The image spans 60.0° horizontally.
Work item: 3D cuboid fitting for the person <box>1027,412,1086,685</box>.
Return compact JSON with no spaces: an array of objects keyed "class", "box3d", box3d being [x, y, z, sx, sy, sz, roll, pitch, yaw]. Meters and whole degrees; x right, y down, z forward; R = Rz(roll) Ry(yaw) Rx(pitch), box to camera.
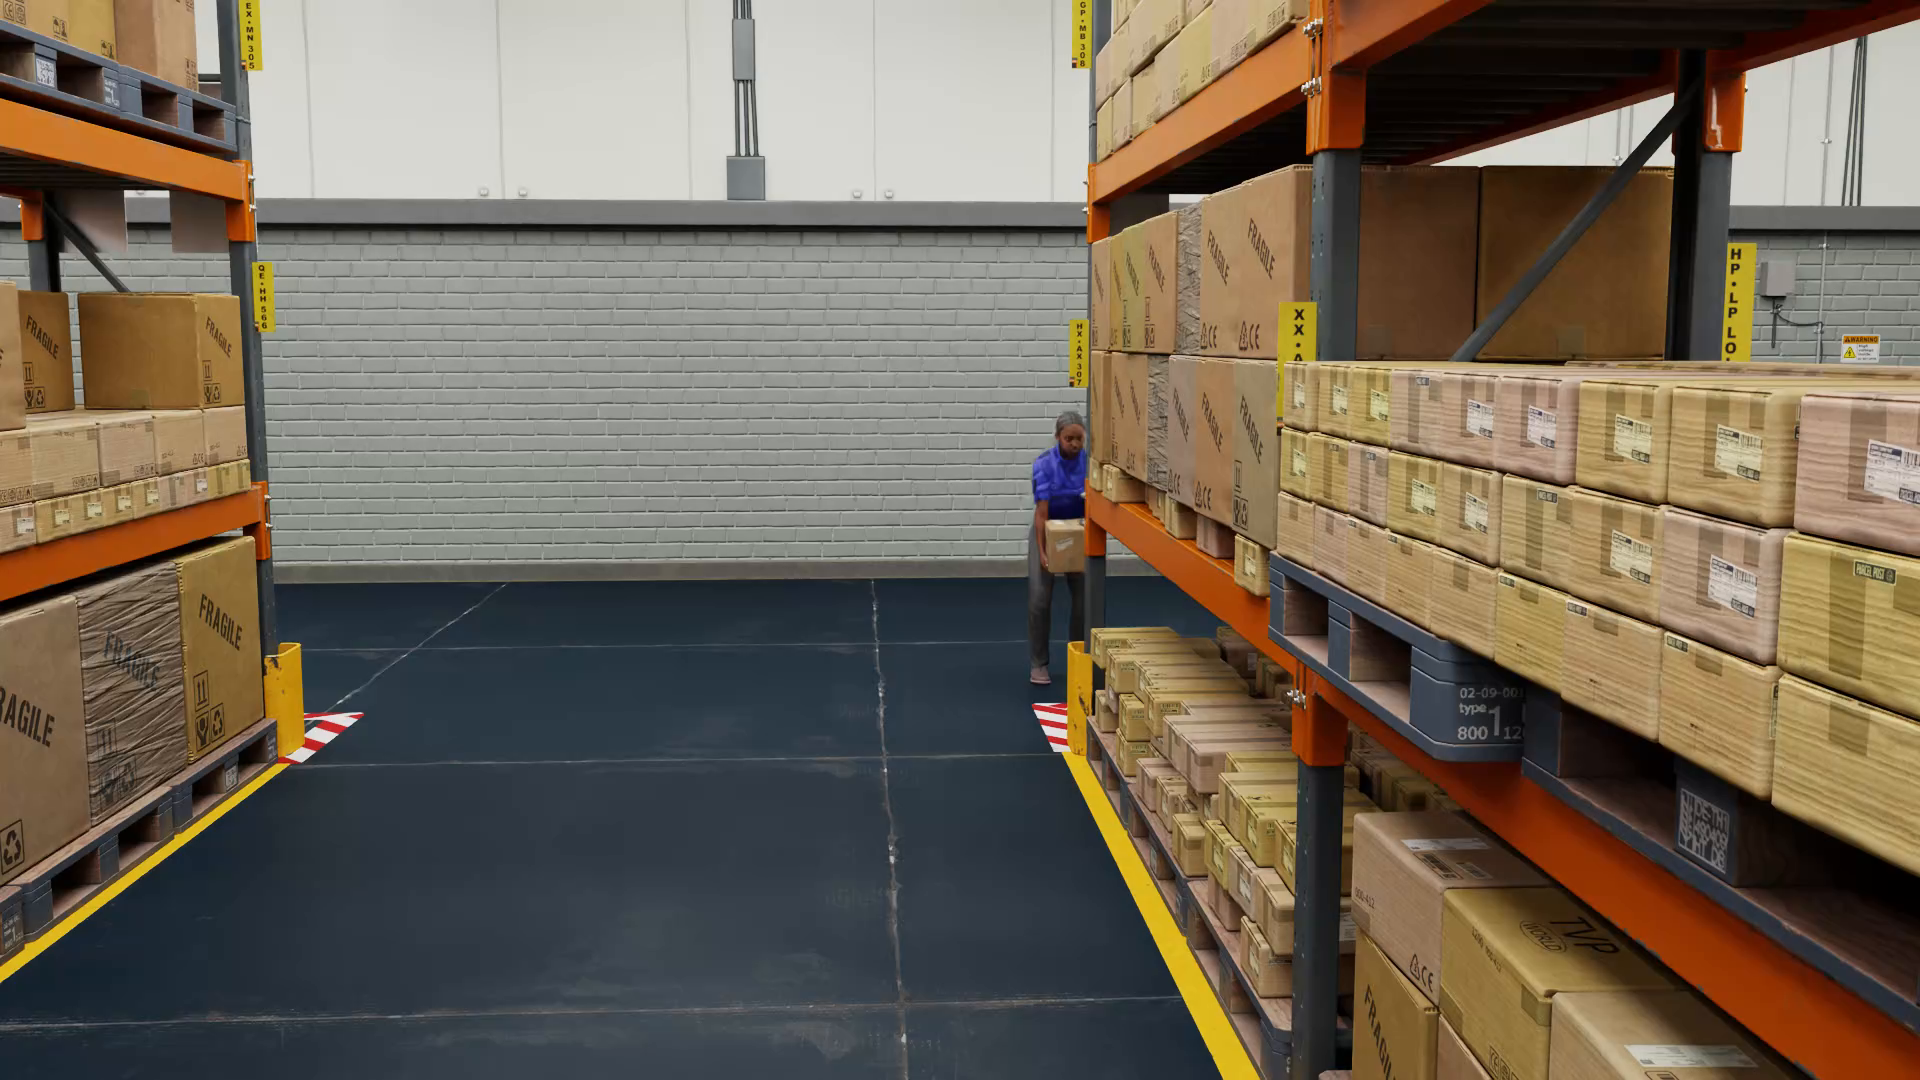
[{"class":"person","box3d":[0.608,0.056,9.643,0.413,1.587,0.562,-1,7,-5]}]
